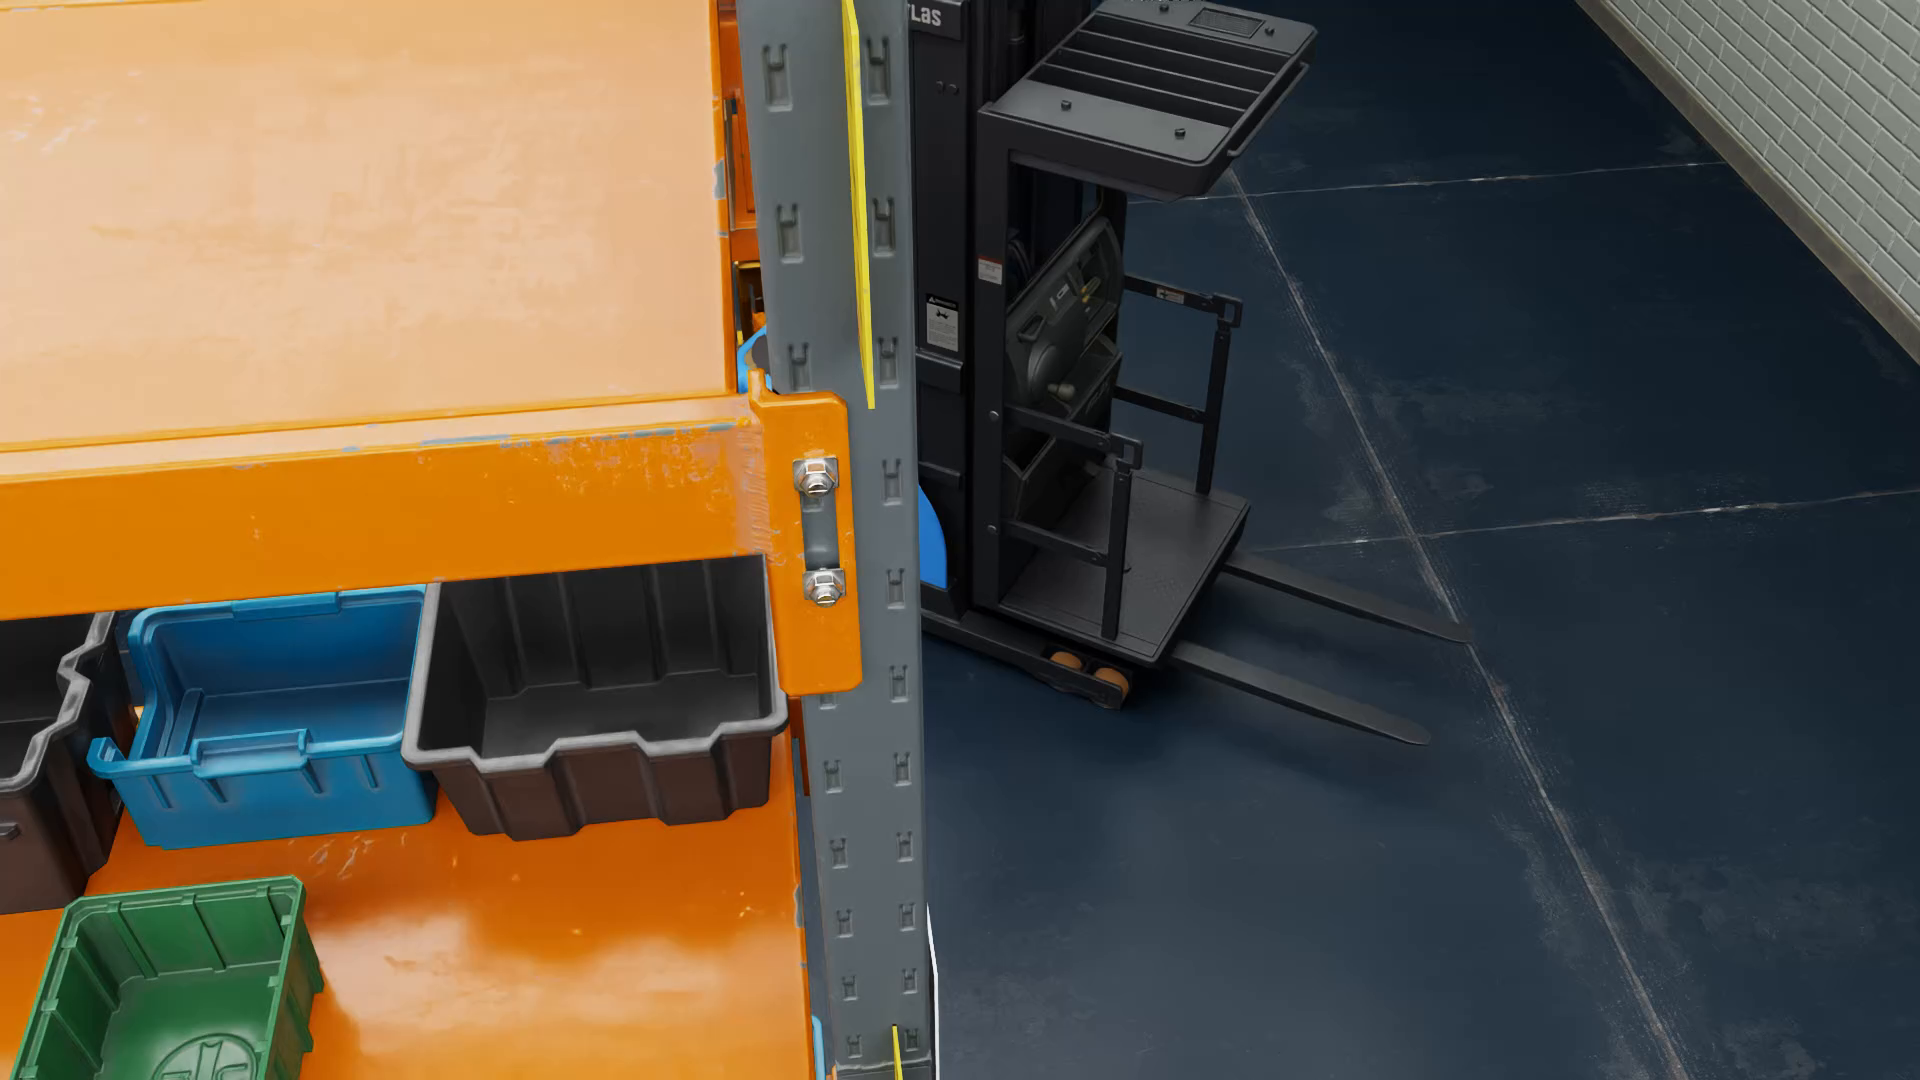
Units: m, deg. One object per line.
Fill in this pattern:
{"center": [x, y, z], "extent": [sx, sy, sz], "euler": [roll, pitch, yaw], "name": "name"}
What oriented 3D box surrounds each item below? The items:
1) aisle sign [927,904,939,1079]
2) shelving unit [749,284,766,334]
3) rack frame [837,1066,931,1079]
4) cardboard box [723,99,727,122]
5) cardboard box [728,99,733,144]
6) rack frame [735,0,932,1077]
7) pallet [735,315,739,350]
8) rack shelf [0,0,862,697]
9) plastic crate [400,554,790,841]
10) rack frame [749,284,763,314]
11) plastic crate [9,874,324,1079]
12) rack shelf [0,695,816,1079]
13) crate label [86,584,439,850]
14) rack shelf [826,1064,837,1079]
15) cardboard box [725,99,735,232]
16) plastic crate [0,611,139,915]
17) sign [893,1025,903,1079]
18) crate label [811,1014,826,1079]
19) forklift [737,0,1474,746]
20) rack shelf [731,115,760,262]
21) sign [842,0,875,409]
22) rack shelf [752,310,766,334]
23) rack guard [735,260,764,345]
{"center": [-0.056, 0.709, 2.499], "extent": [0.004, 0.787, 0.394], "euler": [-5, 42, -6], "name": "aisle sign"}
{"center": [-0.748, -0.643, 7.387], "extent": [0.215, 1.050, 0.252], "euler": [-17, 42, -17], "name": "shelving unit"}
{"center": [-0.165, 1.486, 3.578], "extent": [0.127, 3.000, 1.000], "euler": [-5, 42, -6], "name": "rack frame"}
{"center": [-1.209, -1.991, 6.612], "extent": [0.500, 0.500, 0.500], "euler": [-5, 42, -6], "name": "cardboard box"}
{"center": [-1.278, -1.978, 7.343], "extent": [0.500, 0.500, 0.500], "euler": [-4, 42, -5], "name": "cardboard box"}
{"center": [-0.165, -0.742, 1.569], "extent": [0.127, 3.000, 1.000], "euler": [-5, 42, -6], "name": "rack frame"}
{"center": [-1.669, -0.692, 8.075], "extent": [1.213, 0.211, 1.003], "euler": [-5, 42, -6], "name": "pallet"}
{"center": [-2.148, -0.152, 1.751], "extent": [4.000, 0.370, 1.077], "euler": [-5, 42, -6], "name": "rack shelf"}
{"center": [-0.583, 0.269, 2.785], "extent": [0.590, 0.269, 0.497], "euler": [-5, 42, -6], "name": "plastic crate"}
{"center": [-0.797, -0.714, 7.473], "extent": [0.200, 1.050, 0.008], "euler": [-17, 42, -17], "name": "rack frame"}
{"center": [-1.106, 0.726, 2.339], "extent": [0.336, 0.188, 0.450], "euler": [-5, 42, -6], "name": "plastic crate"}
{"center": [-2.148, 0.813, 2.622], "extent": [4.000, 0.370, 1.077], "euler": [-5, 42, -6], "name": "rack shelf"}
{"center": [-1.122, 0.293, 2.772], "extent": [0.502, 0.251, 0.408], "euler": [-5, 42, -6], "name": "crate label"}
{"center": [-2.148, 1.927, 3.626], "extent": [4.000, 0.370, 1.077], "euler": [-5, 42, -6], "name": "rack shelf"}
{"center": [-1.212, -1.621, 6.949], "extent": [0.500, 0.500, 0.500], "euler": [-4, 42, -4], "name": "cardboard box"}
{"center": [-1.716, 0.345, 2.649], "extent": [0.767, 0.338, 0.504], "euler": [-5, 42, -6], "name": "plastic crate"}
{"center": [-0.078, 0.775, 2.205], "extent": [0.005, 0.325, 0.100], "euler": [-5, 42, -6], "name": "sign"}
{"center": [-0.453, 1.329, 3.833], "extent": [0.303, 0.233, 0.416], "euler": [-5, 42, -6], "name": "crate label"}
{"center": [0.581, -0.818, 6.184], "extent": [3.031, 2.935, 1.130], "euler": [19, 46, 20], "name": "forklift"}
{"center": [-2.787, -1.363, 7.274], "extent": [4.000, 0.370, 1.077], "euler": [-5, 42, -6], "name": "rack shelf"}
{"center": [-0.078, -0.258, 1.273], "extent": [0.005, 0.325, 0.100], "euler": [-5, 42, -6], "name": "sign"}
{"center": [-0.756, -0.852, 7.211], "extent": [0.215, 0.259, 0.240], "euler": [-17, 42, -17], "name": "rack shelf"}
{"center": [-0.879, -0.869, 8.055], "extent": [0.348, 0.500, 1.175], "euler": [-5, 42, -6], "name": "rack guard"}
